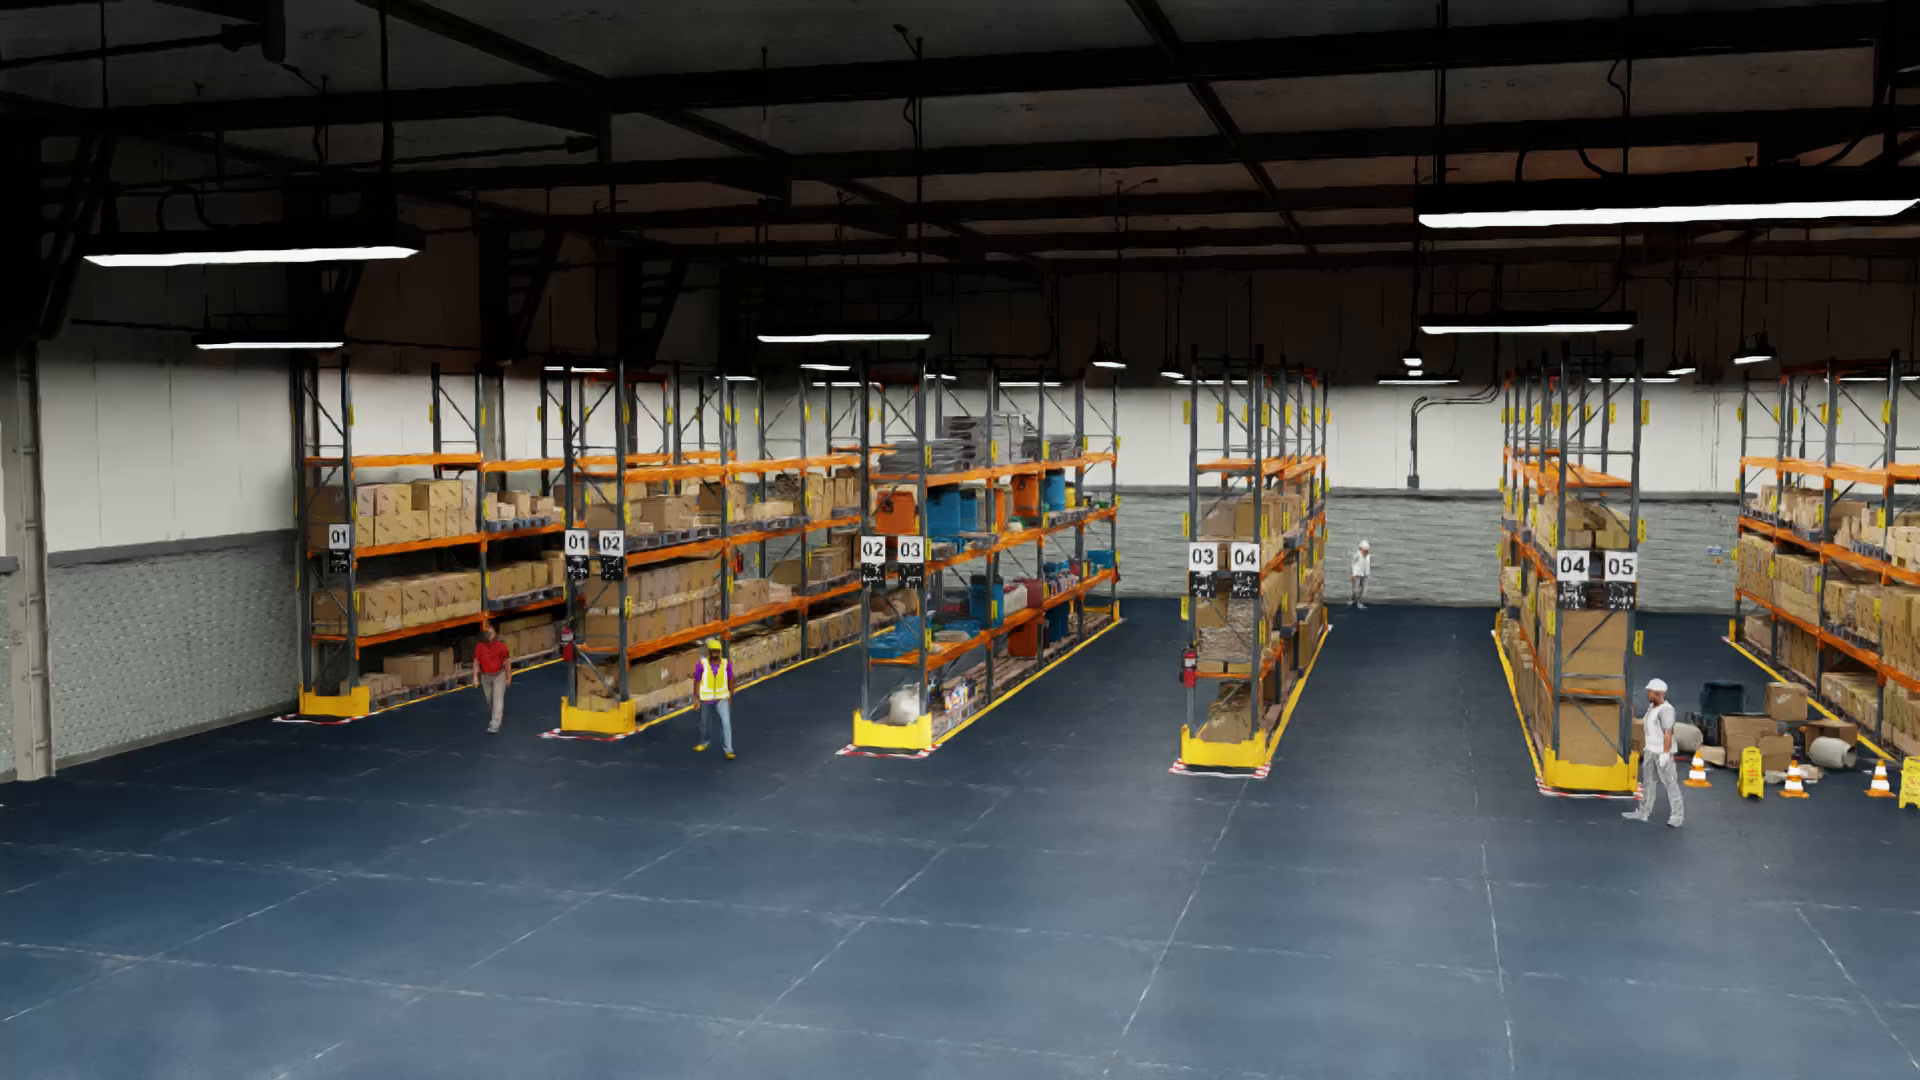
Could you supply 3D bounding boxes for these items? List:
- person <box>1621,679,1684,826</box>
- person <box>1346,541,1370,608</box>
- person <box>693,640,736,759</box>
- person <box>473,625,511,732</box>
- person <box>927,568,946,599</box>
[{"bbox_3d":[8.515,2.585,20.382,0.629,1.786,0.685,0,4,3],"label":"person"},{"bbox_3d":[10.375,0.887,43.212,0.585,1.762,0.571,-2,5,-20],"label":"person"},{"bbox_3d":[-3.608,2.315,24.324,0.591,1.739,0.939,-1,4,-11],"label":"person"},{"bbox_3d":[-7.445,2.180,26.403,0.536,1.657,1.037,1,4,7],"label":"person"},{"bbox_3d":[-0.663,0.848,45.073,0.566,1.531,0.767,0,4,-4],"label":"person"}]
